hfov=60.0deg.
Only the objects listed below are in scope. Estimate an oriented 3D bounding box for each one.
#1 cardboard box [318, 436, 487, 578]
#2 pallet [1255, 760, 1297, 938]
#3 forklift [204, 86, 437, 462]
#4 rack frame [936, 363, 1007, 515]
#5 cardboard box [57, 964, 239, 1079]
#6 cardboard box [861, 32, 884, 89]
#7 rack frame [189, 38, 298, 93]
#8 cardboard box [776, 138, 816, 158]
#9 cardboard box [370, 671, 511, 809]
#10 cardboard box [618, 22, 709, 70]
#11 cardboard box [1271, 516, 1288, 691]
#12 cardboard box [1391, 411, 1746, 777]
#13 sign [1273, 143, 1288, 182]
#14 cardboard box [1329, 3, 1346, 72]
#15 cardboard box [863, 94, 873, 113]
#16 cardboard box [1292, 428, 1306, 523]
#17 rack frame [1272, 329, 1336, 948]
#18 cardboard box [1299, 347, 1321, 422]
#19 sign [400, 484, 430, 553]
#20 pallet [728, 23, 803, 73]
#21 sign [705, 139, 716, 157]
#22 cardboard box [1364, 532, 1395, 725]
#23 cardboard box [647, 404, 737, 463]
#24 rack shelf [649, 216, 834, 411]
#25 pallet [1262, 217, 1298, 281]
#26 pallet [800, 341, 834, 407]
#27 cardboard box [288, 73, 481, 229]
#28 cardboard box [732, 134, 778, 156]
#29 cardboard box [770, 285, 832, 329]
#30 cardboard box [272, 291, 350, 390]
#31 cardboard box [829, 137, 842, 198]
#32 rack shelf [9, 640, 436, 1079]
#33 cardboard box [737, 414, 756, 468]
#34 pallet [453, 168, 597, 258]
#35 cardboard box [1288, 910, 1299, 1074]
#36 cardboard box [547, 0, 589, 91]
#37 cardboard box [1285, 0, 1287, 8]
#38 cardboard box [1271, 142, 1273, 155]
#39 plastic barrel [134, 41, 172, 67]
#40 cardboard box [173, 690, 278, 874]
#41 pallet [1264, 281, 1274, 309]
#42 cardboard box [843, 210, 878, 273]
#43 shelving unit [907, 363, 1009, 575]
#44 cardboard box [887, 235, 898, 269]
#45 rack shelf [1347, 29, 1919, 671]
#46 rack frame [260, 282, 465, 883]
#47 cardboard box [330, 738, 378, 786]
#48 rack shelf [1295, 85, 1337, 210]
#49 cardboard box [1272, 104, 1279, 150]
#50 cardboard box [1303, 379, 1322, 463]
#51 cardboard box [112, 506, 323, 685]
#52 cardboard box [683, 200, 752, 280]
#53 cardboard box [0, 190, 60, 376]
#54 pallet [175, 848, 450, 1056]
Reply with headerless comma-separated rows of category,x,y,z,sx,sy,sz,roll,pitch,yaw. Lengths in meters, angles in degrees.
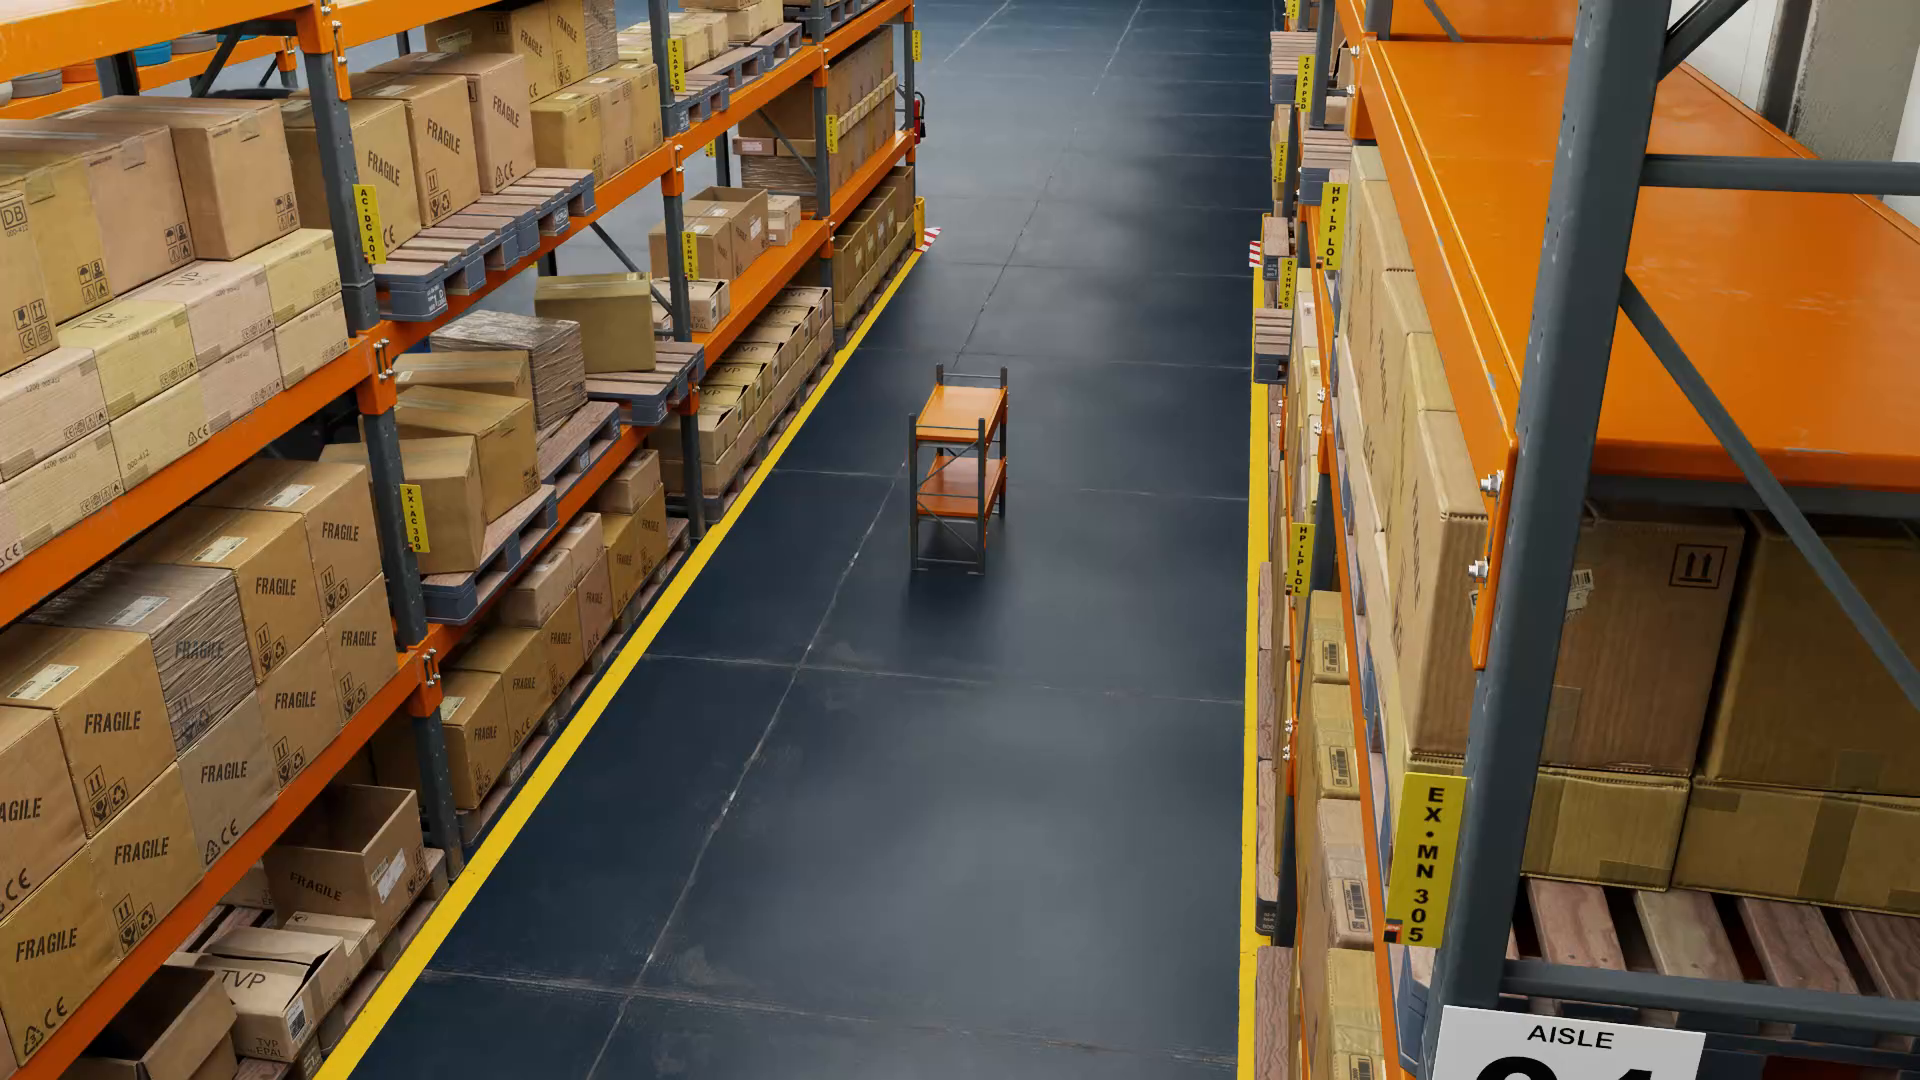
cardboard box,-2.666,-0.155,7.930,0.700,0.500,0.500,-4,25,-9
pallet,1.975,1.540,8.212,1.003,0.211,1.213,4,25,9
forklift,-4.866,-1.551,11.606,1.130,2.935,3.031,5,26,11
rack frame,0.082,-0.719,11.960,0.500,1.125,0.032,4,25,9
cardboard box,-3.266,1.980,6.407,0.797,0.503,0.637,4,25,9
cardboard box,-1.181,-4.952,17.143,0.700,0.500,0.500,3,25,7
rack frame,-6.543,-3.428,15.535,1.000,3.000,0.127,4,25,9
cardboard box,-1.422,-3.521,14.851,0.380,0.149,0.250,4,25,8
cardboard box,-2.645,1.010,8.483,0.500,0.500,0.500,3,25,6
cardboard box,-2.119,-3.543,11.925,0.500,0.250,0.500,4,25,7
cardboard box,2.178,0.379,9.442,0.750,0.750,0.750,4,25,8
cardboard box,1.120,0.087,3.167,0.500,0.500,0.500,4,25,8
sign,2.695,-3.168,13.958,0.100,0.325,0.005,4,25,9
cardboard box,2.861,-3.596,11.744,0.500,0.500,0.500,3,25,7
cardboard box,-1.087,-4.380,16.687,0.380,0.149,0.250,5,25,10
cardboard box,1.915,-0.219,8.186,0.500,0.500,0.500,4,25,9
rack frame,1.924,0.605,6.920,1.000,3.000,0.127,4,25,9
cardboard box,2.007,-0.777,8.495,0.500,0.250,0.500,4,25,7
sign,-2.427,-0.095,7.393,0.100,0.325,0.005,4,25,9
pallet,-1.788,-3.985,13.413,0.805,0.209,1.217,3,25,6
sign,-2.204,-3.549,14.679,0.100,0.325,0.005,4,25,9
cardboard box,1.212,0.209,3.791,0.500,0.250,0.500,3,25,7
cardboard box,-1.935,-0.808,12.024,0.500,0.311,0.500,5,26,10
rack shelf,-1.983,-1.921,13.164,1.077,0.370,4.000,4,25,9
pallet,2.963,-2.345,13.448,1.003,0.211,1.213,4,25,9
pallet,-1.738,-1.509,14.725,1.003,0.211,1.213,4,25,9
cardboard box,-2.722,-1.863,7.923,0.600,0.600,0.600,4,25,8
cardboard box,-1.823,-3.551,14.914,0.380,0.149,0.250,4,25,8
cardboard box,-1.440,-2.093,14.769,0.500,0.311,0.500,4,25,9
cardboard box,-2.781,-0.806,6.572,0.500,0.250,0.500,4,25,9
cardboard box,-1.510,-3.535,15.647,0.700,0.500,0.500,4,25,8
rack shelf,-3.291,1.425,6.016,1.077,0.370,4.000,4,25,9
cardboard box,-1.854,-0.764,12.592,0.500,0.250,0.500,3,25,7
pallet,-2.622,-1.712,8.554,1.213,0.211,1.003,4,25,9
cardboard box,1.700,1.852,6.708,0.700,0.500,0.500,4,25,9
cardboard box,-2.471,-2.871,9.511,0.500,0.500,0.500,4,25,9
cardboard box,3.461,-5.483,16.245,0.500,0.500,0.500,6,26,12
cardboard box,3.421,-3.955,16.815,0.500,0.250,0.500,3,25,7
plastic barrel,-6.625,-4.239,13.137,0.600,0.901,0.708,4,25,9
cardboard box,-2.957,0.875,6.224,0.500,0.500,0.500,5,25,10
pallet,3.503,-2.274,16.358,1.003,0.211,1.213,4,25,9
cardboard box,-1.109,-2.958,16.395,0.500,0.500,0.500,4,25,9
shelving unit,-0.001,-0.507,11.505,0.538,1.125,1.048,4,25,9
cardboard box,-0.949,-3.037,17.448,0.500,0.250,0.500,4,25,9
rack shelf,1.597,-0.769,4.099,1.077,0.370,4.000,4,25,9
rack frame,-2.964,0.263,7.650,1.000,3.000,0.127,4,25,9
cardboard box,-3.166,0.969,8.570,0.500,0.500,0.500,4,25,8
rack shelf,2.904,-2.938,11.798,1.077,0.370,4.000,4,25,9
cardboard box,3.329,-4.095,16.228,0.500,0.500,0.500,3,25,7
cardboard box,1.924,-0.564,8.039,0.500,0.250,0.500,5,25,10
cardboard box,-2.872,0.209,6.469,0.500,0.500,0.500,4,25,8
cardboard box,-1.966,-2.378,13.175,0.500,0.500,0.500,4,25,9
cardboard box,-3.235,-0.759,4.998,0.700,0.500,0.500,4,25,9
pallet,-3.077,1.813,7.628,1.003,0.211,1.213,4,25,9
